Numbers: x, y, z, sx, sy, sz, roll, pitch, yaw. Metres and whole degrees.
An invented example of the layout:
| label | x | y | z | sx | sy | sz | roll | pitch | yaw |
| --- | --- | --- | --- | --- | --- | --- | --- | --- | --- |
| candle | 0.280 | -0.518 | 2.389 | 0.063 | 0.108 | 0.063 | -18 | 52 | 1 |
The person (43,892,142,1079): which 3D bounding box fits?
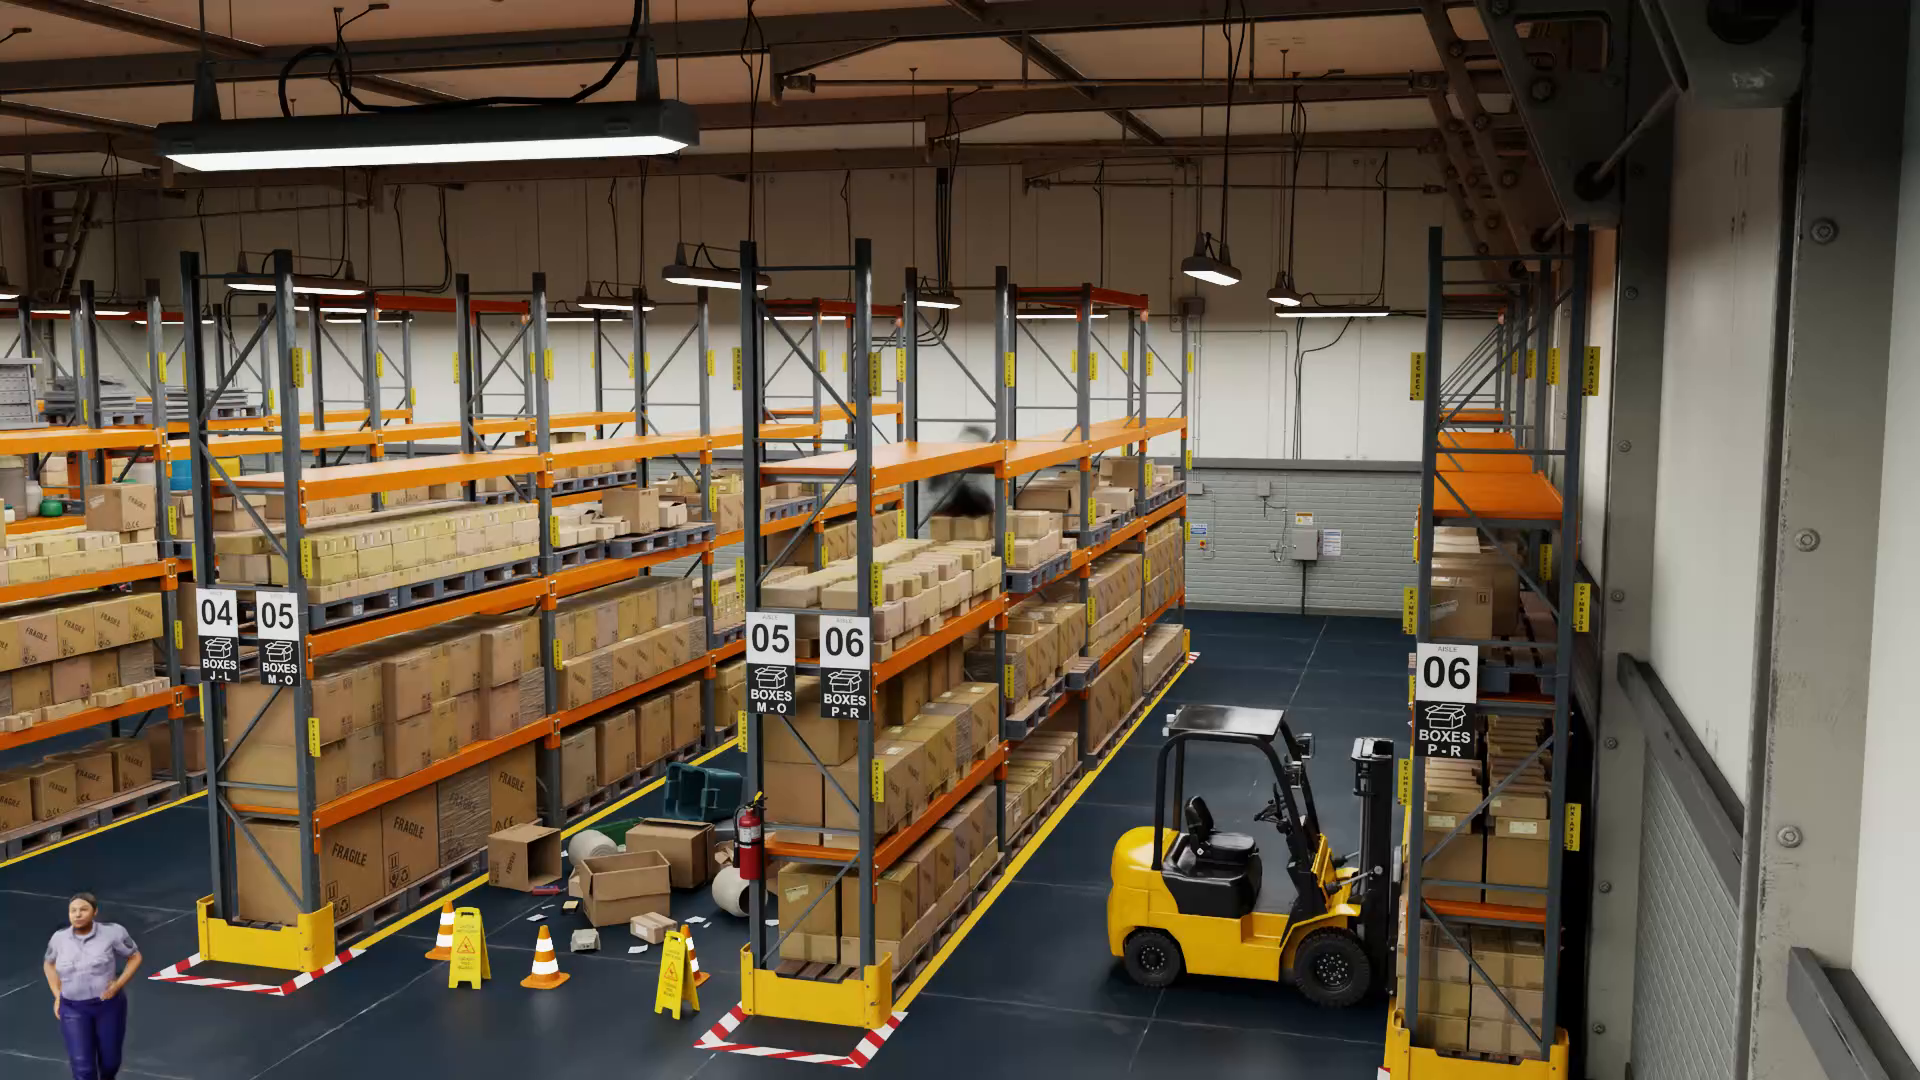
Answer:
| label | x | y | z | sx | sy | sz | roll | pitch | yaw |
| --- | --- | --- | --- | --- | --- | --- | --- | --- | --- |
| person | -5.771 | 3.135 | 11.092 | 0.601 | 1.648 | 0.776 | -3 | 7 | -22 |
